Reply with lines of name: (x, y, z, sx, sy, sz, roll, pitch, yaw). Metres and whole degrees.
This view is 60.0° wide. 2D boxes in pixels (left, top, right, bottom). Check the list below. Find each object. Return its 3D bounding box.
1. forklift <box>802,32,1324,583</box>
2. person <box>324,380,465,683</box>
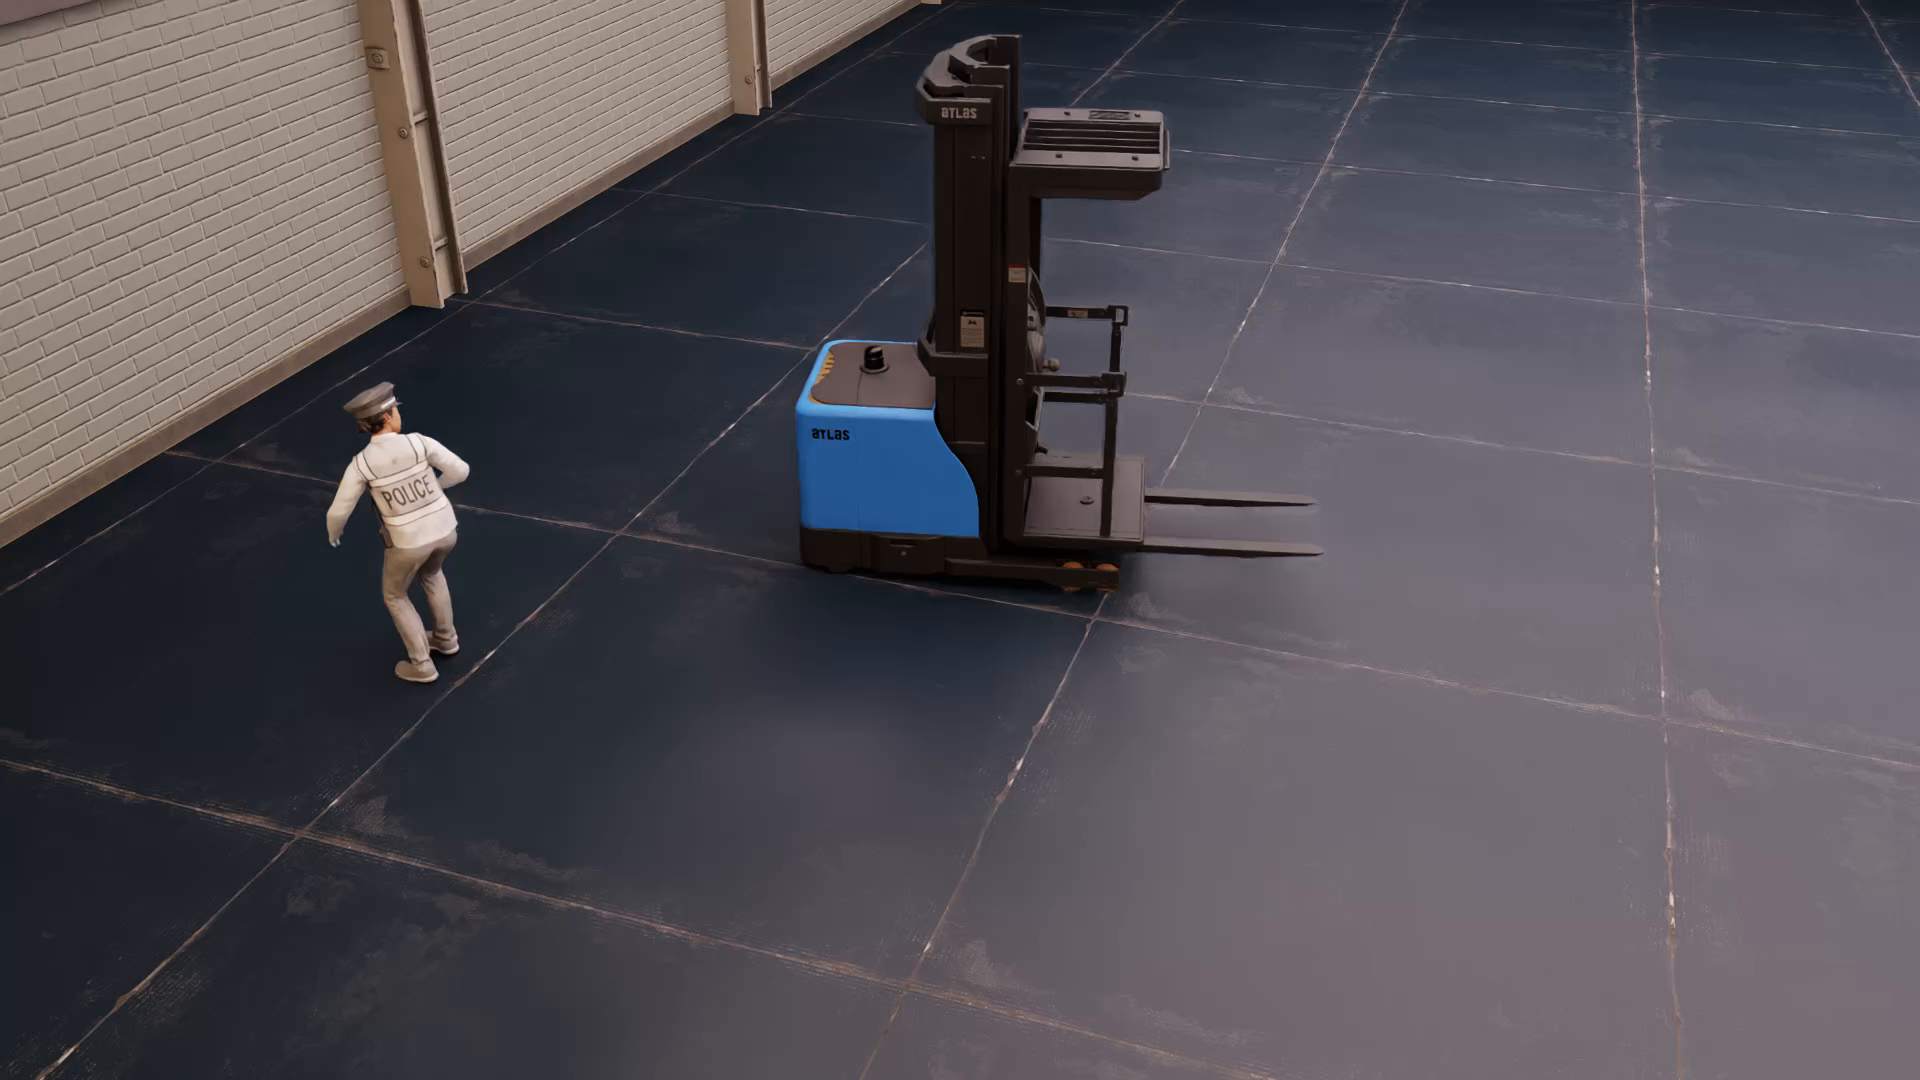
forklift: (0.615, -1.287, 9.395, 3.031, 2.935, 1.130, -1, 30, -1)
person: (-2.877, -0.037, 8.531, 0.704, 1.635, 0.479, -21, 36, -33)
